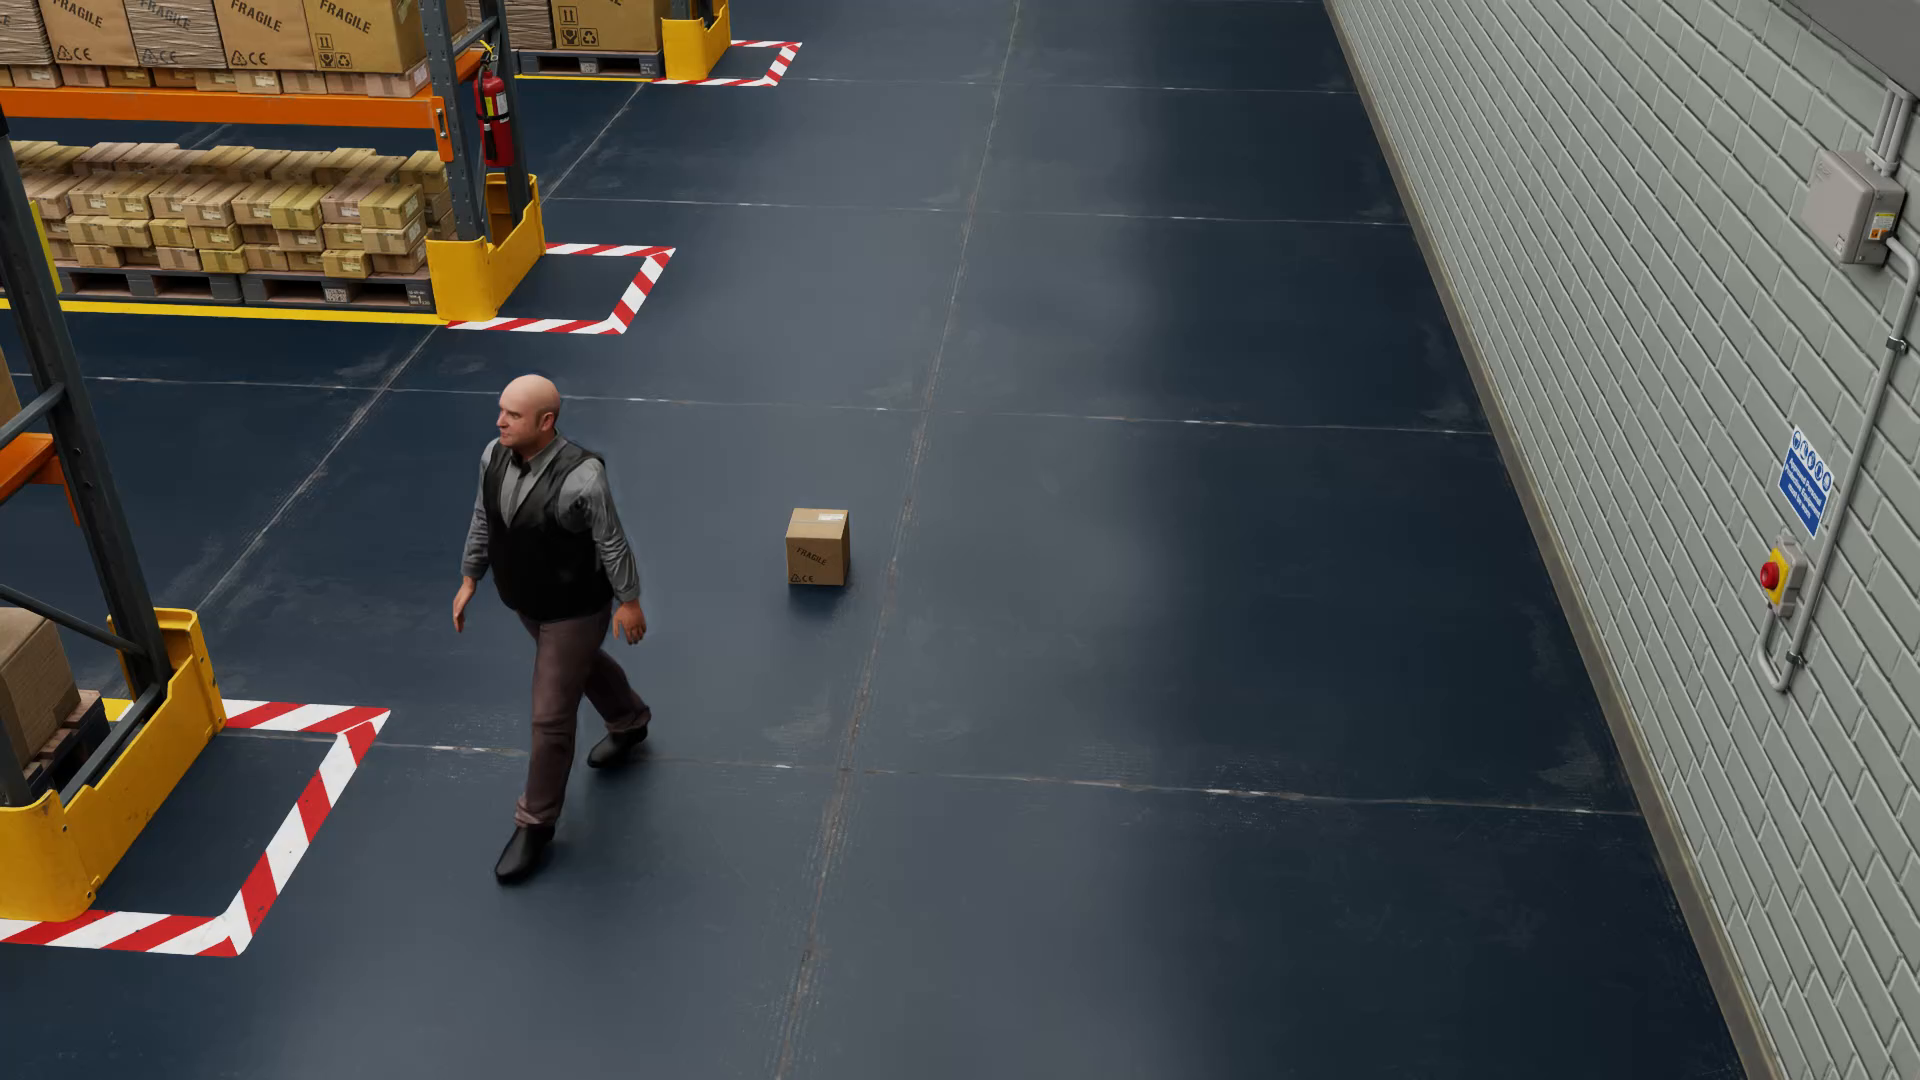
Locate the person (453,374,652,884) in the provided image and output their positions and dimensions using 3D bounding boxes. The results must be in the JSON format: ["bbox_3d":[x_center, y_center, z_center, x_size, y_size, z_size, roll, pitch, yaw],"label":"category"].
[{"bbox_3d":[-1.470,0.232,5.760,0.583,1.696,0.911,22,38,31],"label":"person"}]
